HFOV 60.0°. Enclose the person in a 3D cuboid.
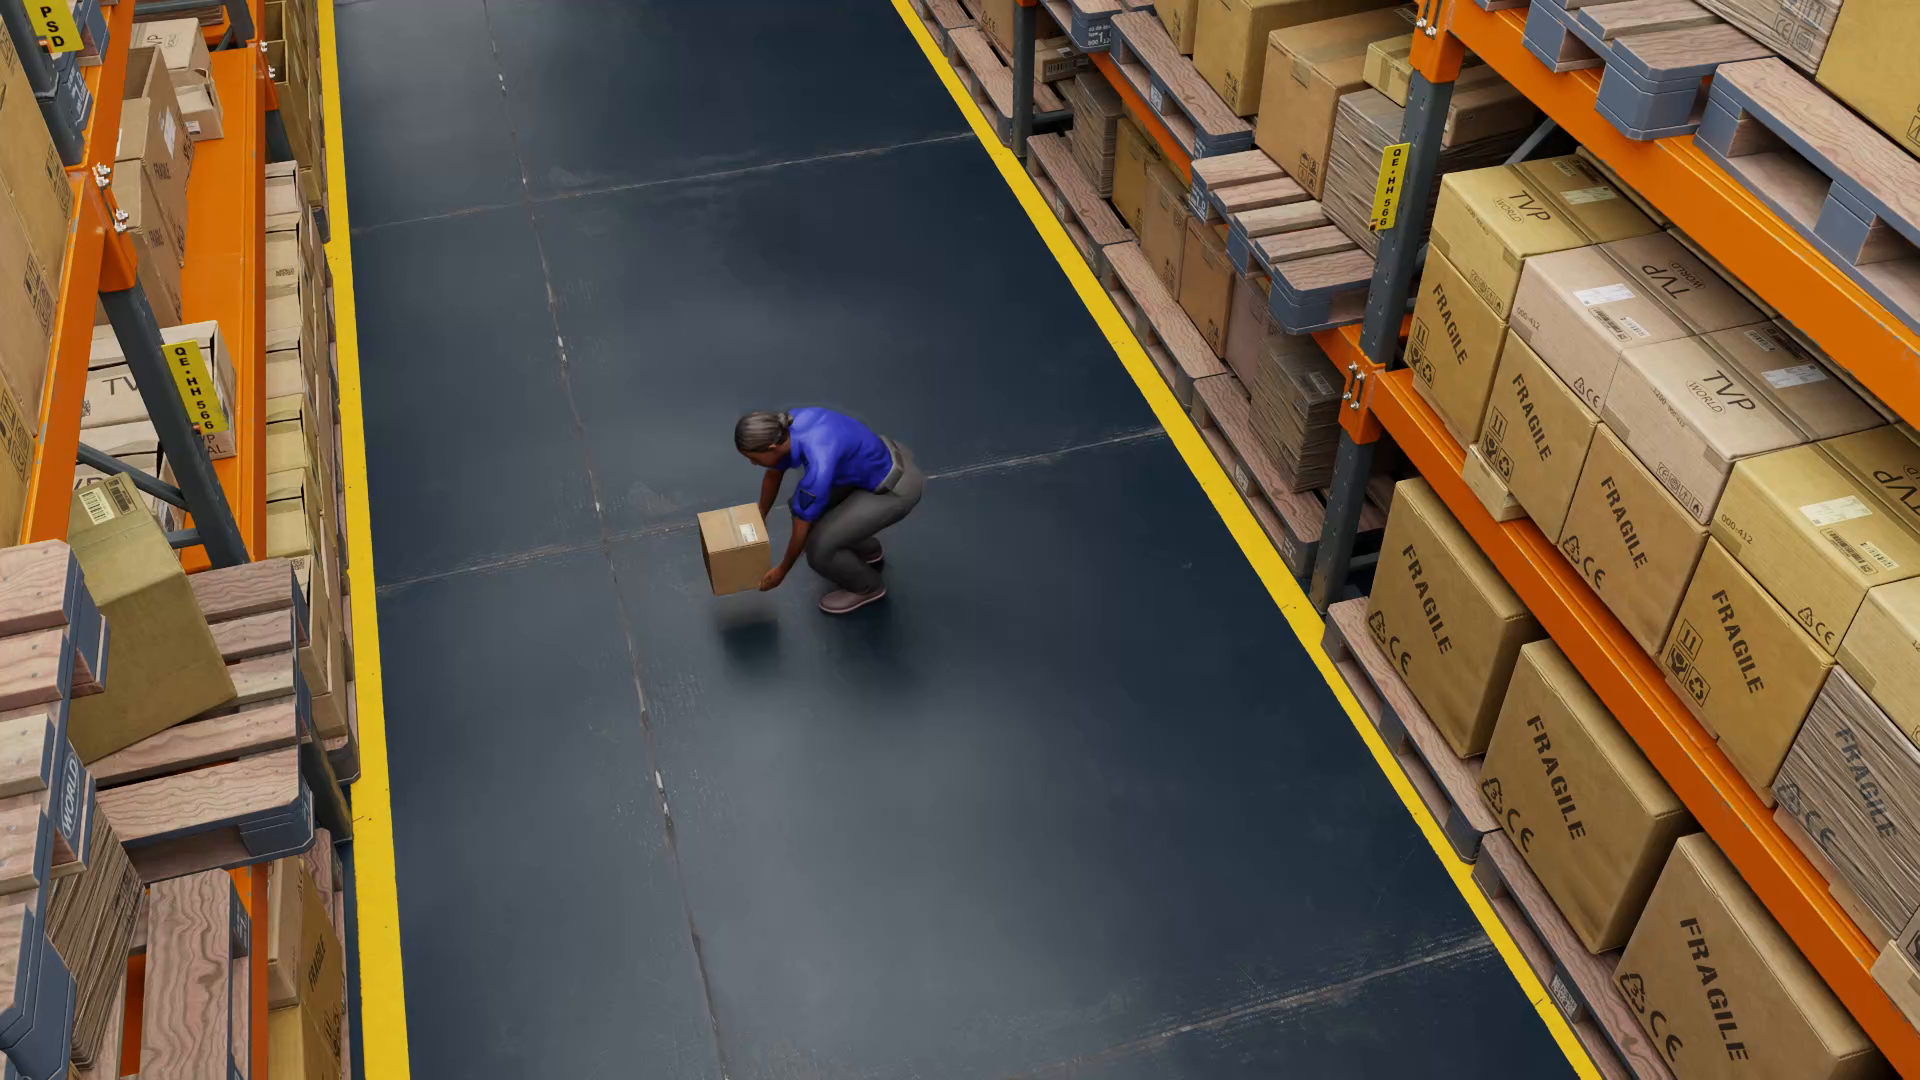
[{"bbox_3d":[-0.522,-0.167,6.805,0.764,1.045,0.491,-12,44,-13],"label":"person"}]
